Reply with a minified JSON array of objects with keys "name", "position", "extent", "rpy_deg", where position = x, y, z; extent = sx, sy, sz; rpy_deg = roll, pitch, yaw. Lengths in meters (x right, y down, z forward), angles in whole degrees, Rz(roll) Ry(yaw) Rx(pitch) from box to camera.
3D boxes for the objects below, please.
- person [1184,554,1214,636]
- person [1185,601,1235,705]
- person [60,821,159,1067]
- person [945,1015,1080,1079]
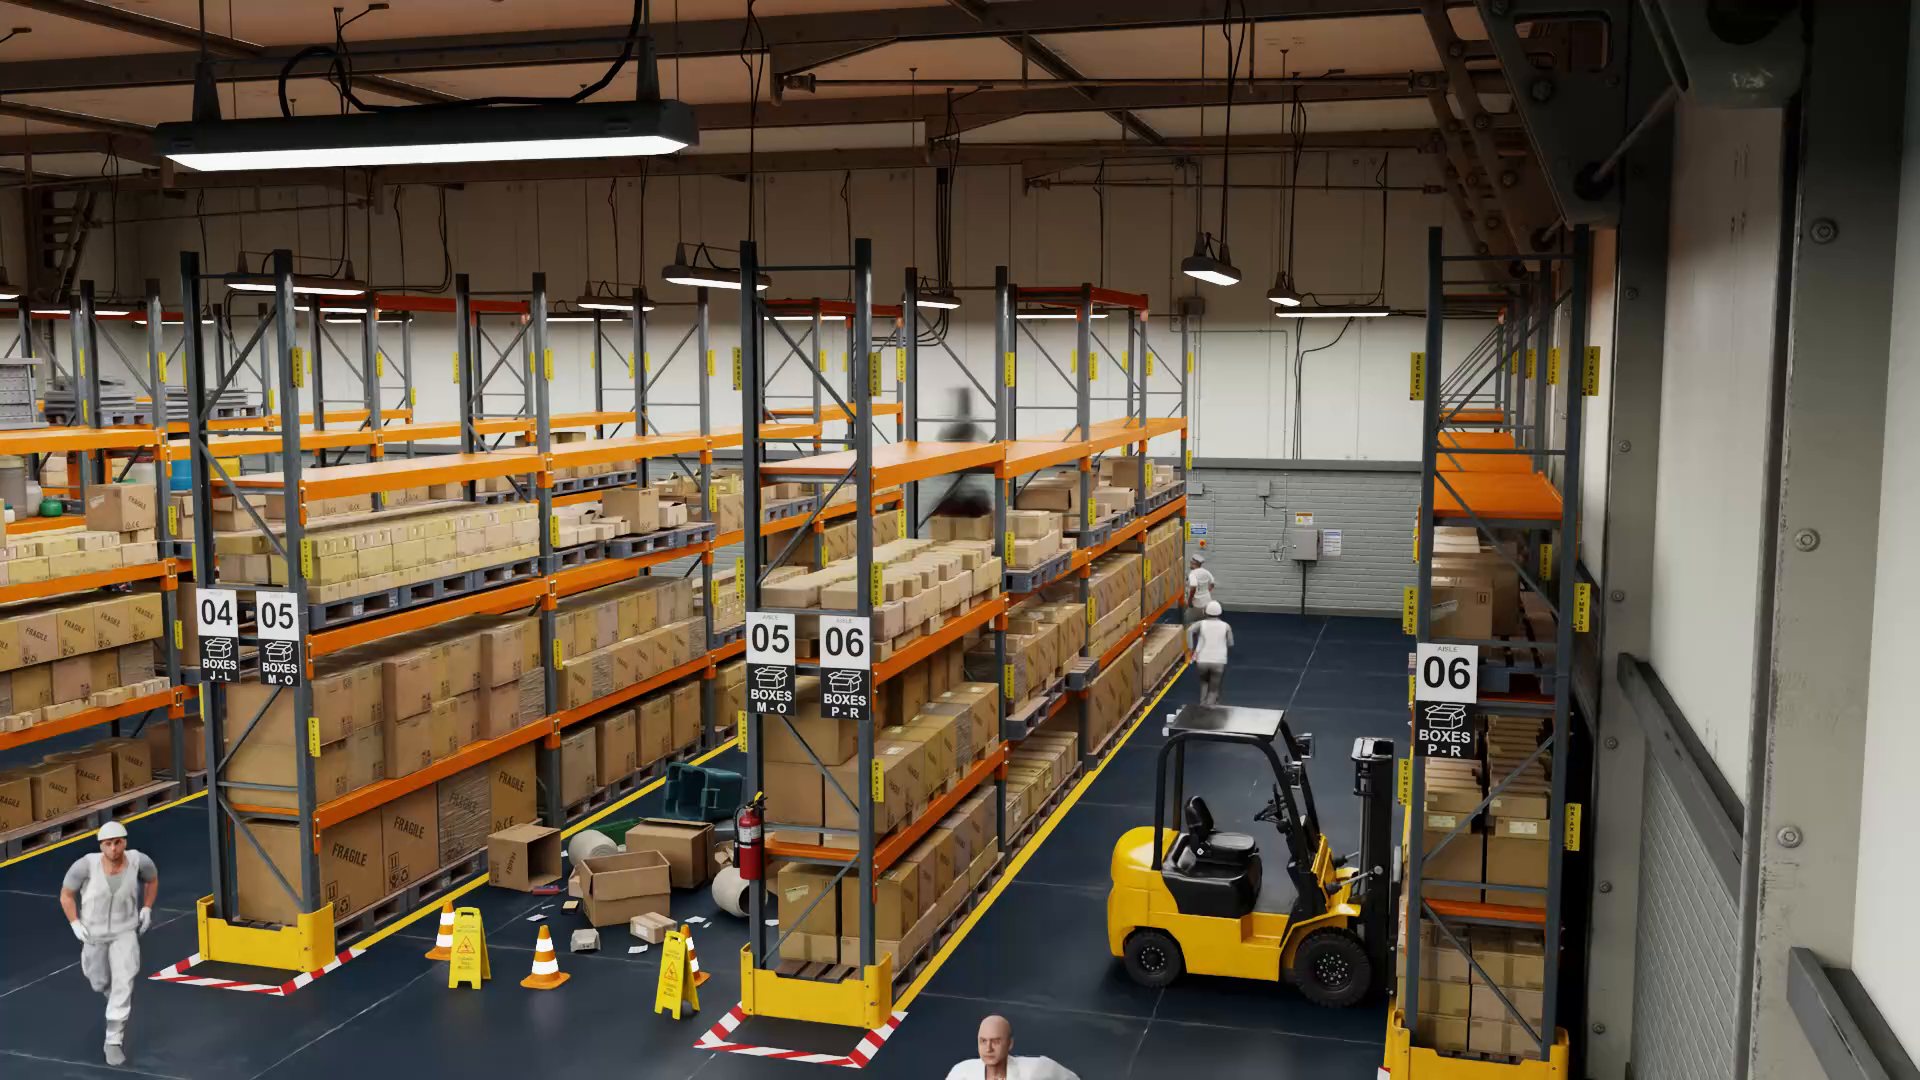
[{"name":"person","position":[4.112,1.090,28.911],"extent":[0.716,1.724,0.536],"rpy_deg":[-6,9,-42]},{"name":"person","position":[3.483,1.709,23.165],"extent":[0.636,1.696,0.855],"rpy_deg":[2,7,19]},{"name":"person","position":[-6.348,2.927,12.457],"extent":[0.660,1.770,0.991],"rpy_deg":[-3,7,-28]},{"name":"person","position":[0.237,3.358,8.673],"extent":[0.732,1.655,0.897],"rpy_deg":[2,7,14]}]
